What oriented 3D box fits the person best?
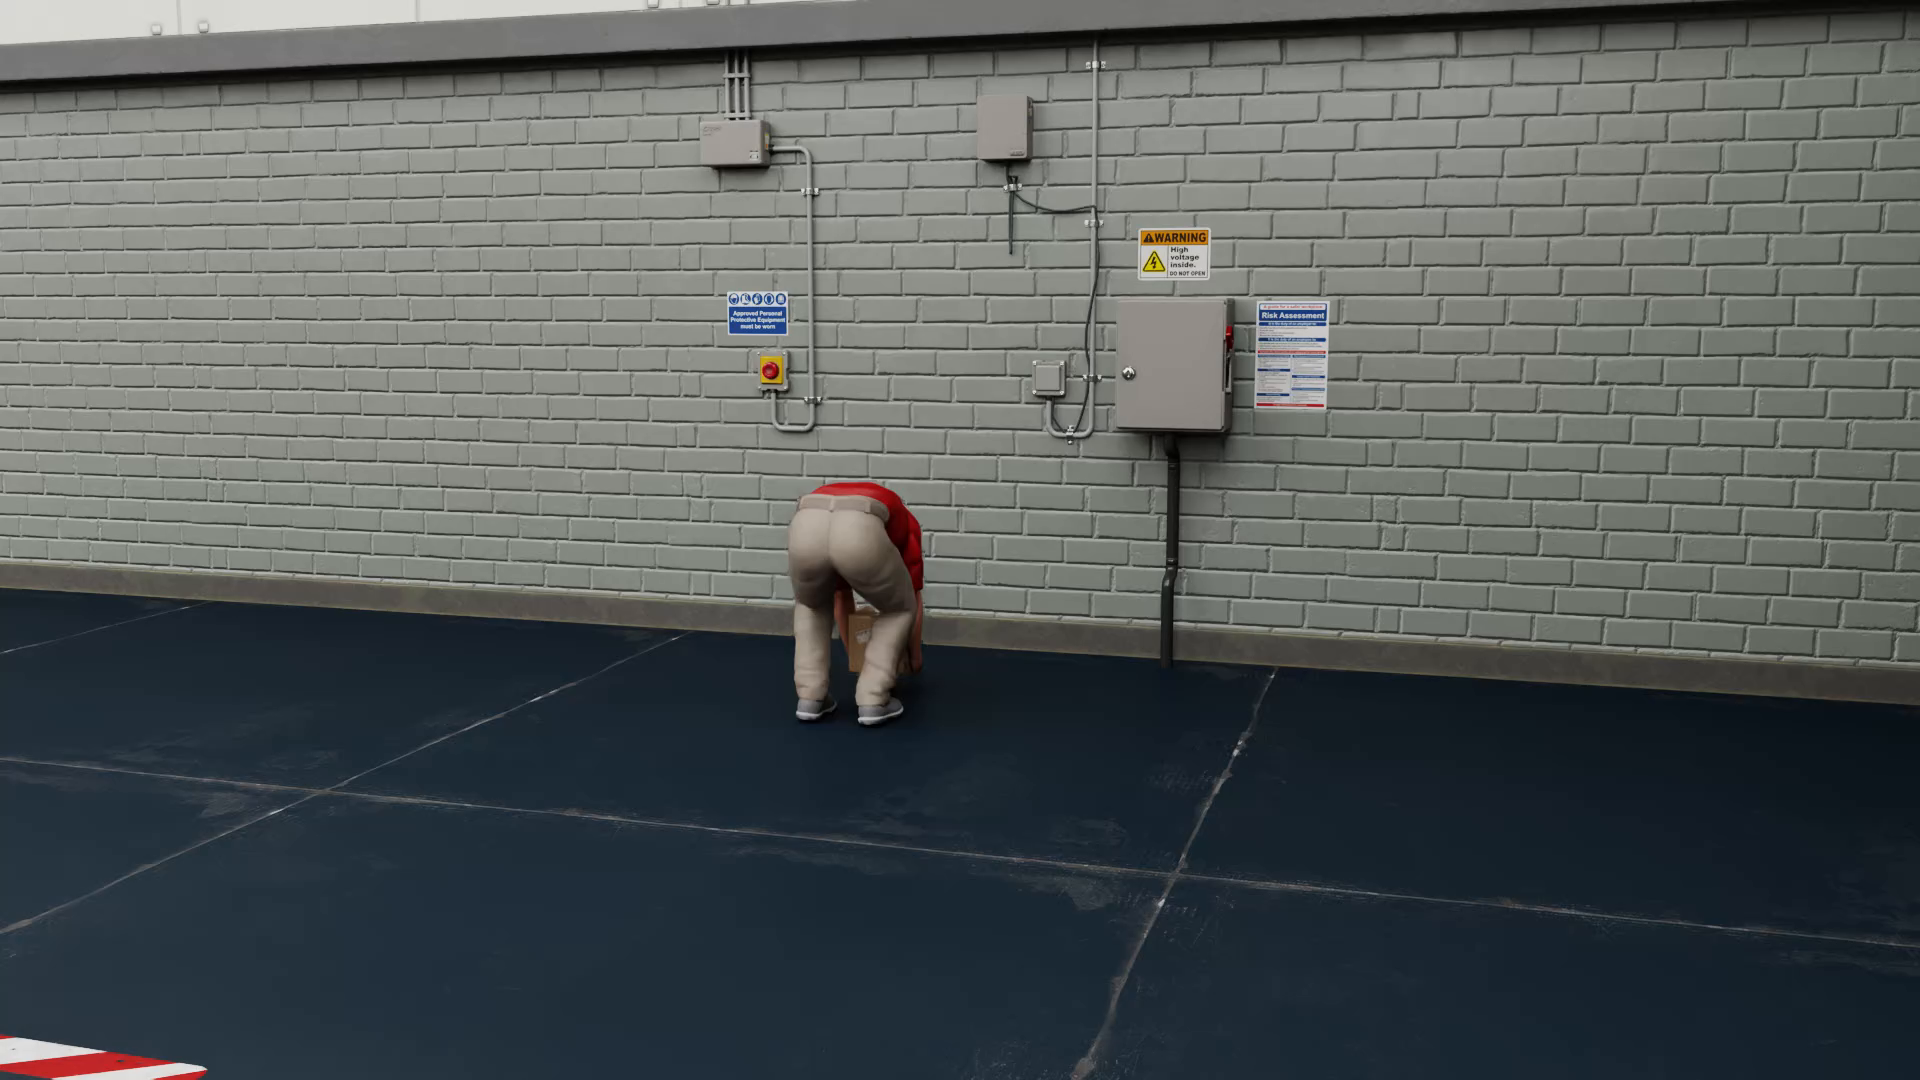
[{"bbox_3d":[-0.415,0.223,6.977,0.528,0.976,0.958,2,8,13],"label":"person"}]
